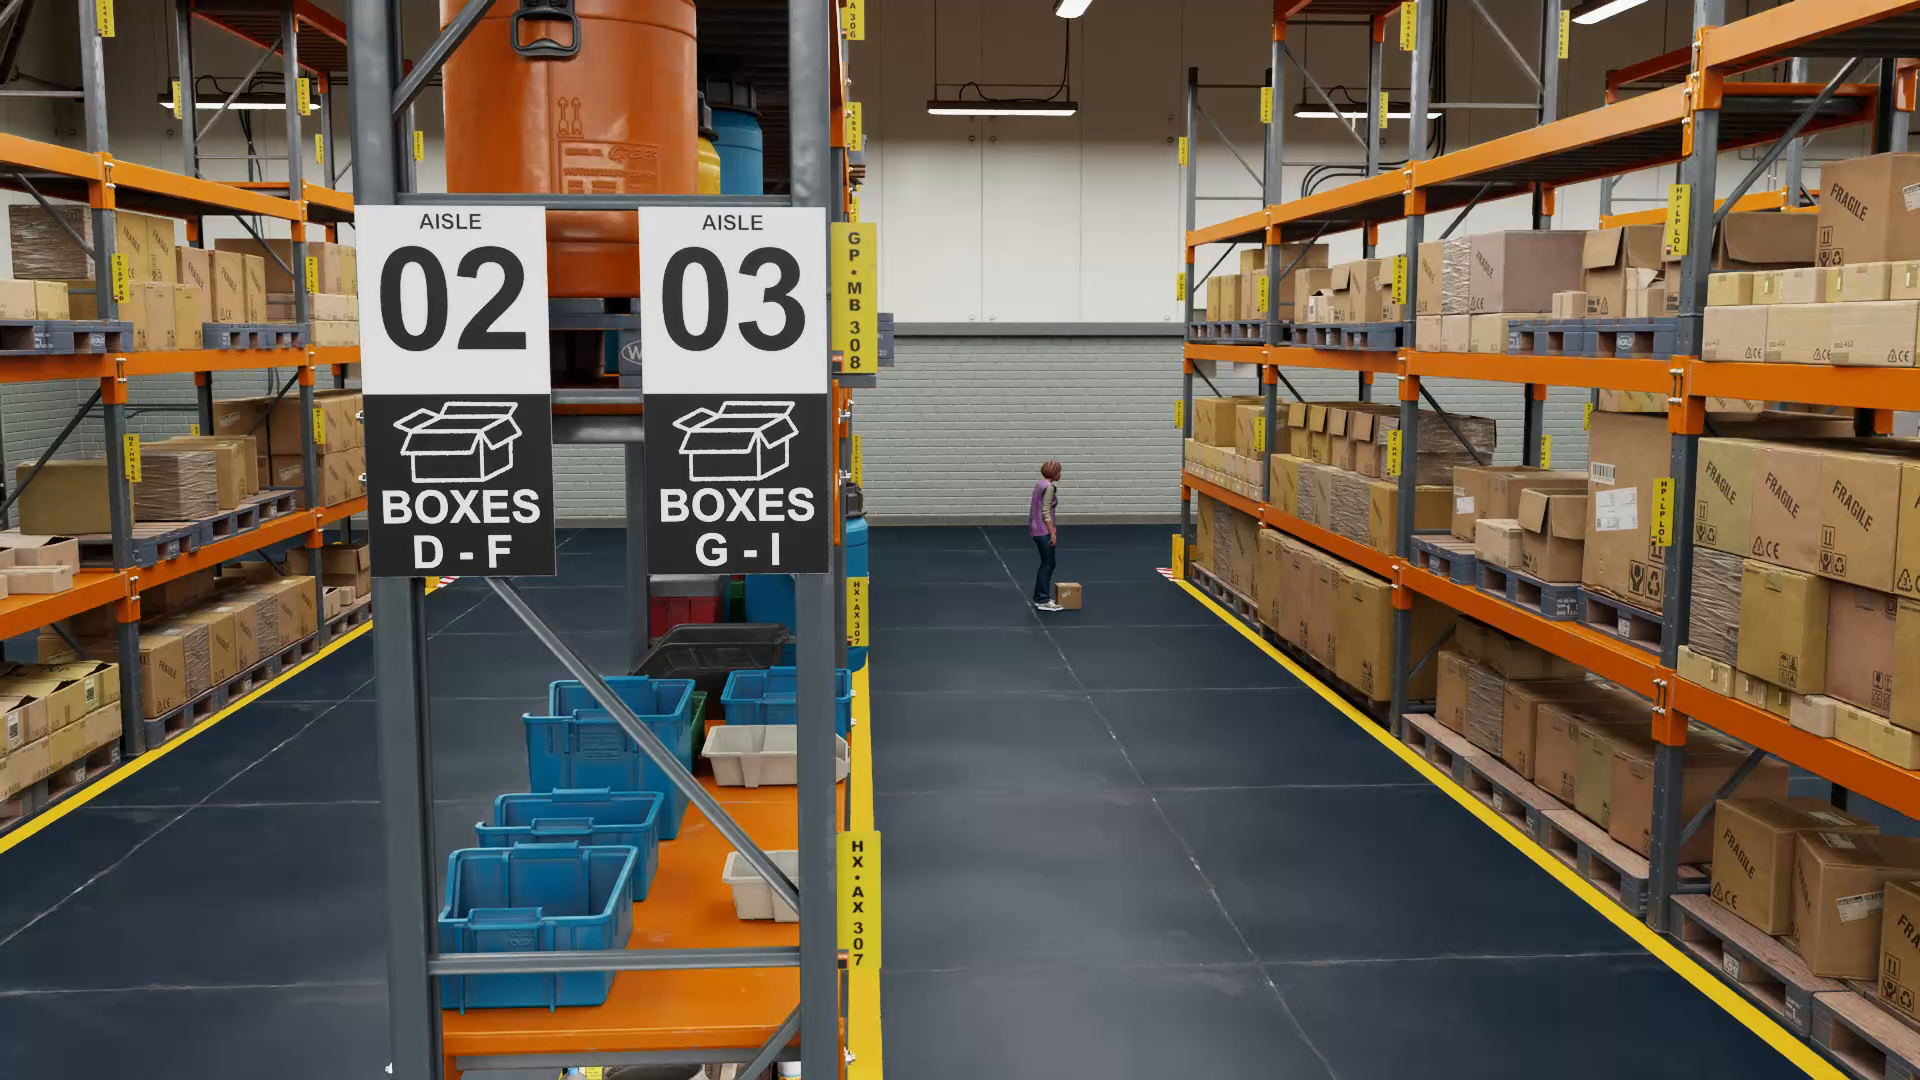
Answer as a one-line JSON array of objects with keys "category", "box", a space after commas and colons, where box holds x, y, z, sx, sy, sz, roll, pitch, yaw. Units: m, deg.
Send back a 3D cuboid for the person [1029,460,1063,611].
[{"category": "person", "box": [0.919, -0.005, 17.795, 0.340, 1.481, 0.484, -1, 7, -6]}]
